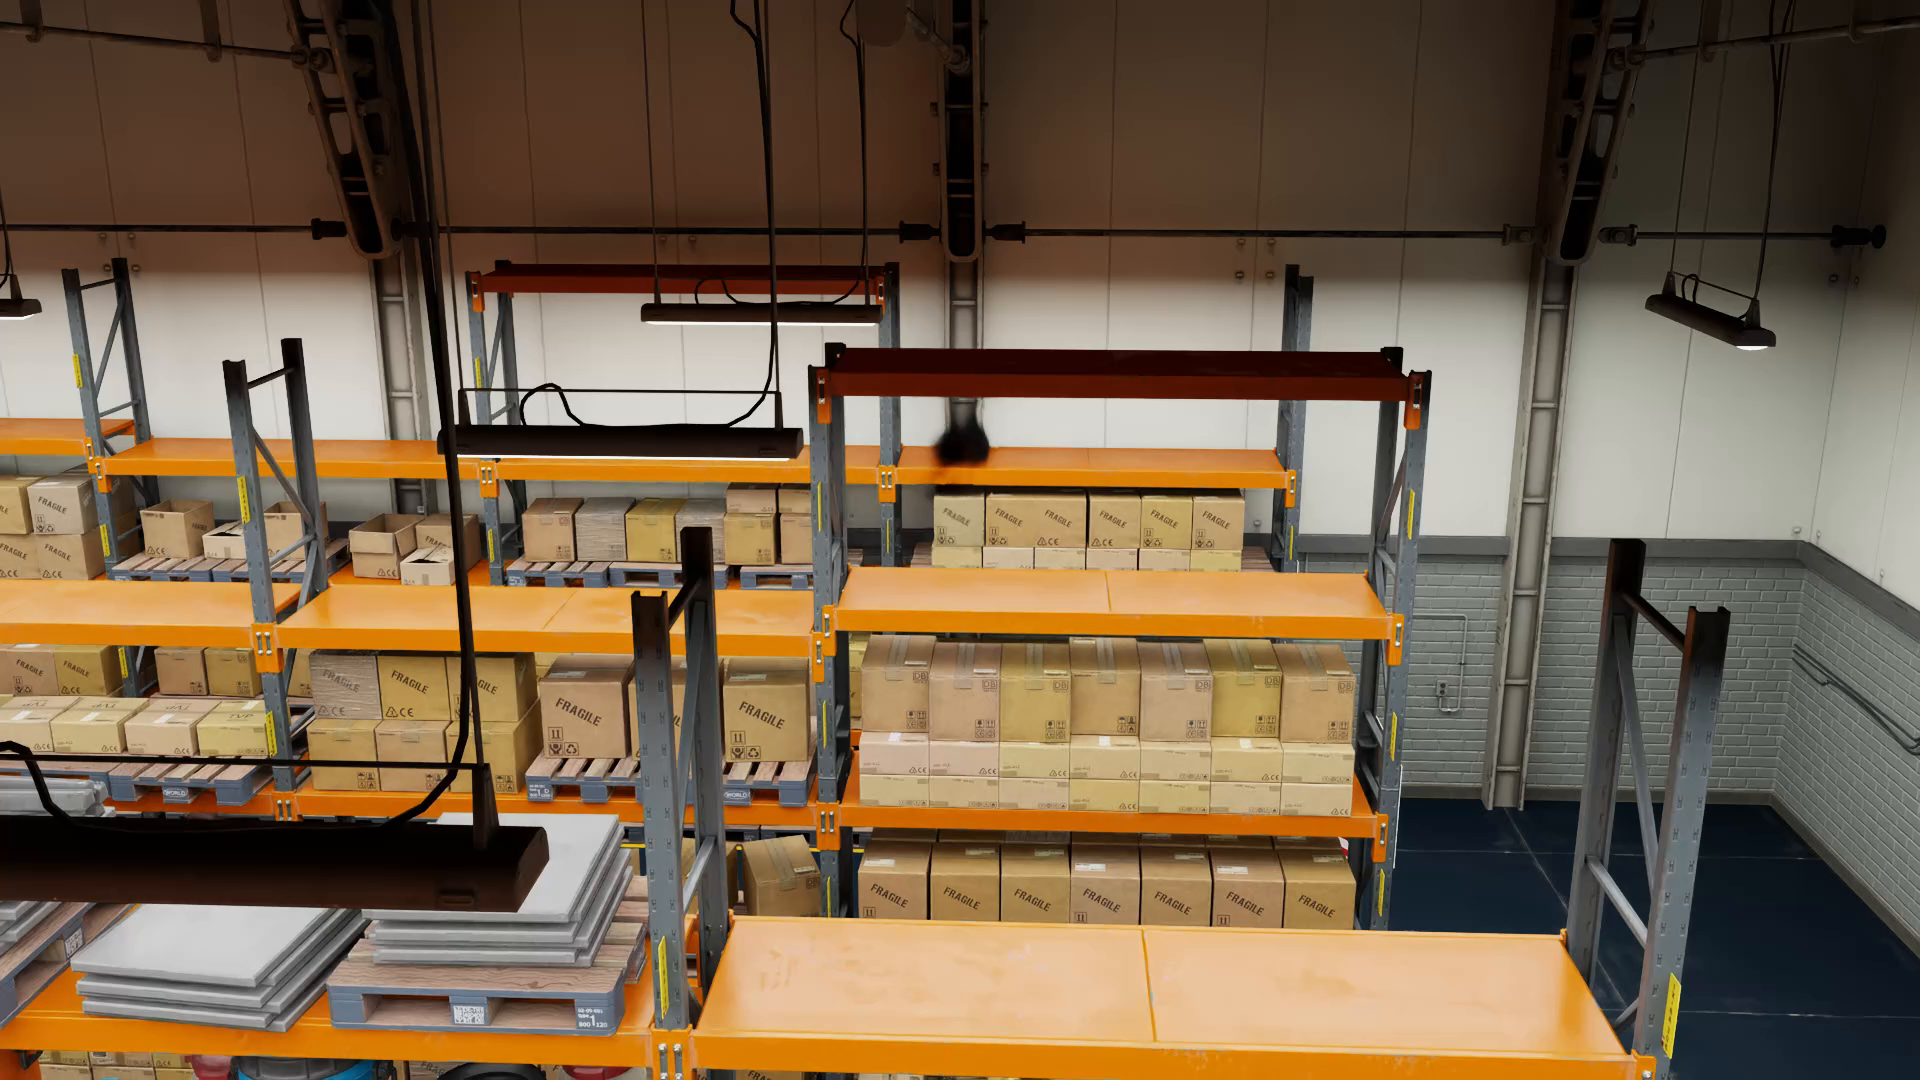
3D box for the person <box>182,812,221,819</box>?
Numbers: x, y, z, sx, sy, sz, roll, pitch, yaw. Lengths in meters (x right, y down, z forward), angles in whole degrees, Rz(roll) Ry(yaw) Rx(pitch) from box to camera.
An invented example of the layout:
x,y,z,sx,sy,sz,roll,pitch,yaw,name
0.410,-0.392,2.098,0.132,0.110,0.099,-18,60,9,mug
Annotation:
x,y,z,sx,sy,sz,roll,pitch,yaw,name
-6.907,3.006,15.292,0.811,1.718,0.744,-12,20,-35,person
